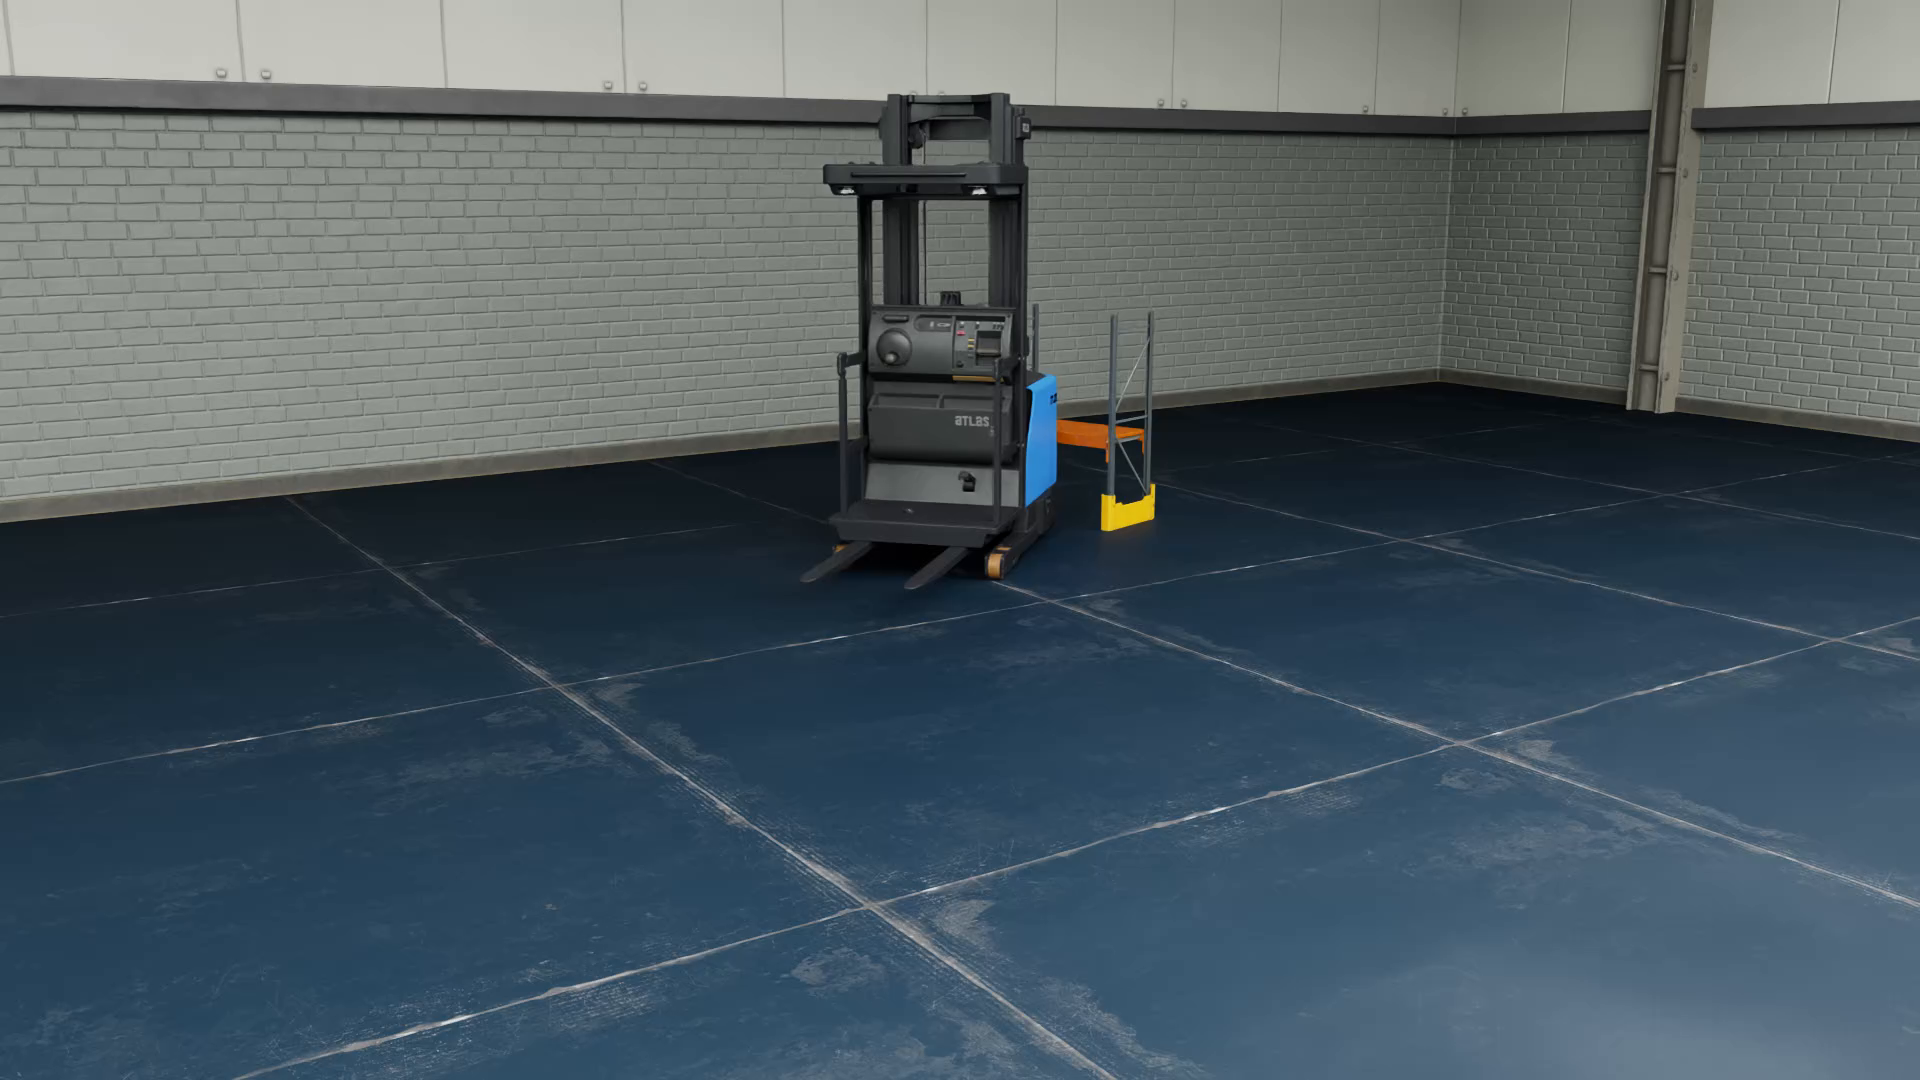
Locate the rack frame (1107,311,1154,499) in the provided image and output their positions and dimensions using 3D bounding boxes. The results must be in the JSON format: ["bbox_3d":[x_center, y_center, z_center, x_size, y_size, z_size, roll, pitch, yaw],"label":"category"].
[{"bbox_3d":[1.202,-0.847,11.726,0.032,1.500,0.500,10,16,39],"label":"rack frame"}]

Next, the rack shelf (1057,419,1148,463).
[{"bbox_3d":[0.810,-0.741,12.081,1.000,0.185,0.538,10,16,39],"label":"rack shelf"}]

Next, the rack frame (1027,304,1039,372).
[{"bbox_3d":[0.419,-0.986,12.359,0.032,1.500,0.500,10,16,39],"label":"rack frame"}]

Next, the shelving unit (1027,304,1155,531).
[{"bbox_3d":[0.817,-0.915,12.037,1.083,1.500,0.587,10,16,39],"label":"shelving unit"}]

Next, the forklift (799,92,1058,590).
[{"bbox_3d":[-0.180,-1.278,10.346,1.130,2.935,3.031,3,13,15],"label":"forklift"}]

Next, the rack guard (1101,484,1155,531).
[{"bbox_3d":[1.201,-0.237,11.860,0.087,0.250,0.587,10,16,39],"label":"rack guard"}]

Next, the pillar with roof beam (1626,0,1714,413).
[{"bbox_3d":[3.757,-5.267,14.382,9.100,9.000,0.400,-8,15,-33],"label":"pillar with roof beam"}]
